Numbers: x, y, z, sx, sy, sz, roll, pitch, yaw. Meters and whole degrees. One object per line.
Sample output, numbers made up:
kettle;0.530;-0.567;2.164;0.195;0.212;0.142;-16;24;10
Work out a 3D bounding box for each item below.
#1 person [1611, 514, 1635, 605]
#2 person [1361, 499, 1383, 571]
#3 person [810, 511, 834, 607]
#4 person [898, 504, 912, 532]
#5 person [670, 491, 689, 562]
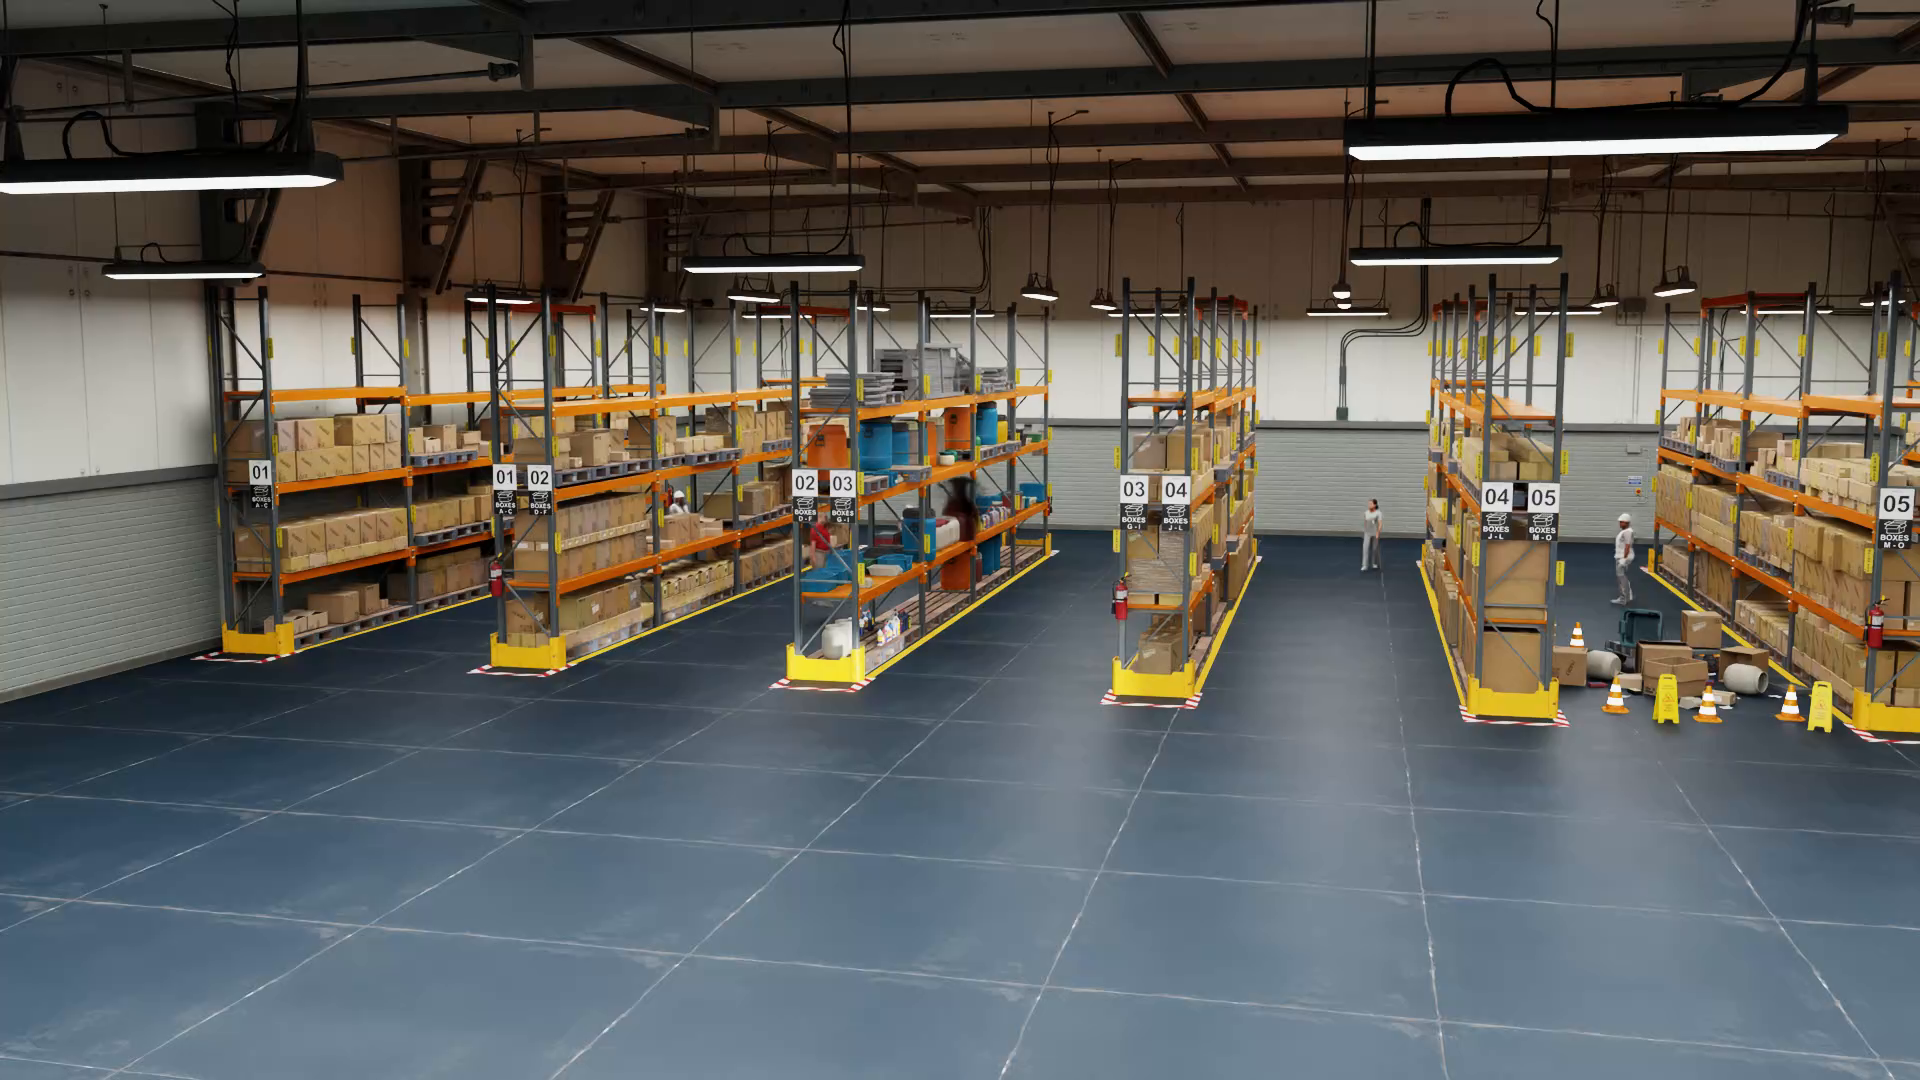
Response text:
person;13.024;0.382;32.643;0.450;1.802;0.592;6;9;43
person;9.290;-0.122;37.464;0.435;1.619;0.996;3;7;21
person;-2.569;0.367;30.728;0.376;1.810;0.597;3;7;25
person;-1.073;-0.004;36.376;0.560;1.570;0.801;3;7;24
person;-6.366;-0.236;37.989;0.431;1.784;0.557;2;7;19
